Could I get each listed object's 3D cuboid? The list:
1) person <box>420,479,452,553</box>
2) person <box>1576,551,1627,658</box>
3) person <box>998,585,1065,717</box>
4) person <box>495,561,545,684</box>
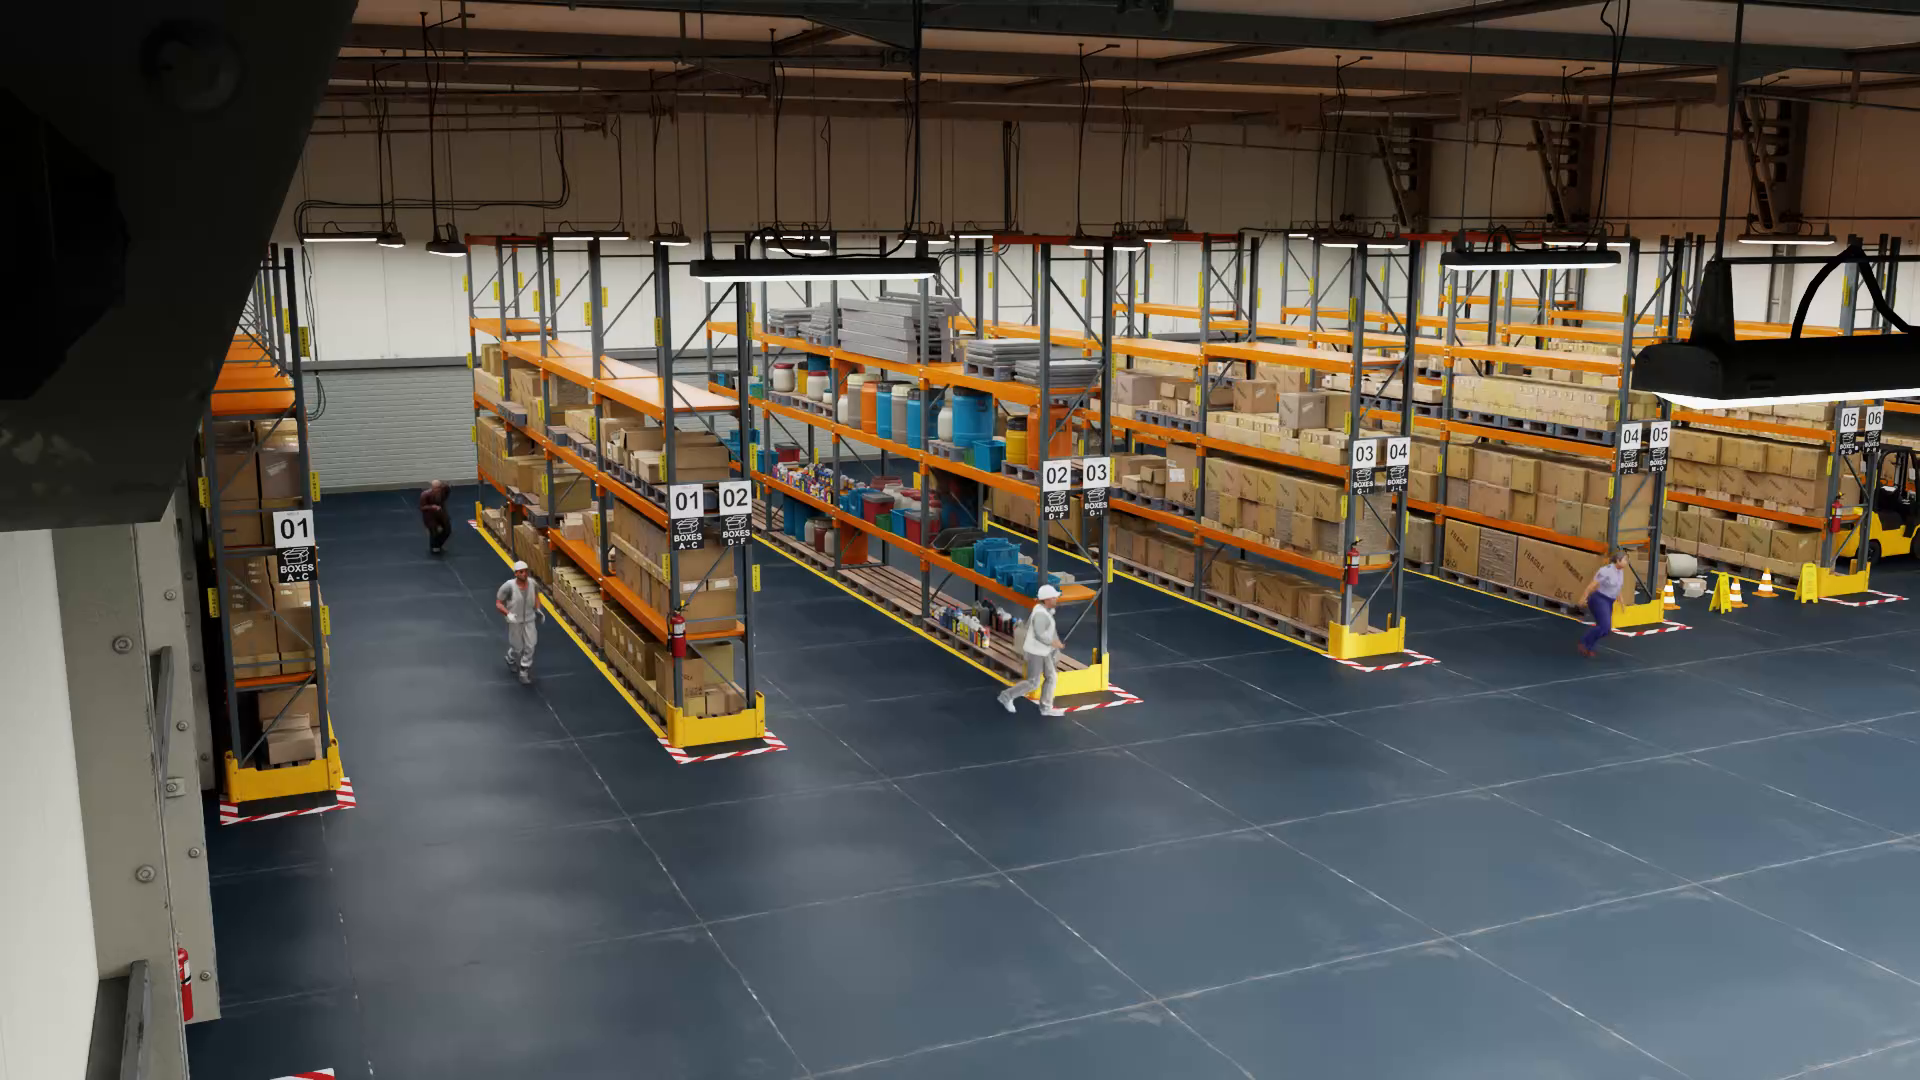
[{"bbox_3d":[-9.919,-0.445,31.514,0.734,1.518,1.016,-9,14,-39],"label":"person"},{"bbox_3d":[9.325,0.939,24.154,0.553,1.607,0.638,10,15,41],"label":"person"},{"bbox_3d":[0.919,1.423,21.278,0.859,1.740,0.650,2,11,10],"label":"person"},{"bbox_3d":[-6.086,1.110,22.928,0.653,1.732,0.710,-7,13,-33],"label":"person"}]
